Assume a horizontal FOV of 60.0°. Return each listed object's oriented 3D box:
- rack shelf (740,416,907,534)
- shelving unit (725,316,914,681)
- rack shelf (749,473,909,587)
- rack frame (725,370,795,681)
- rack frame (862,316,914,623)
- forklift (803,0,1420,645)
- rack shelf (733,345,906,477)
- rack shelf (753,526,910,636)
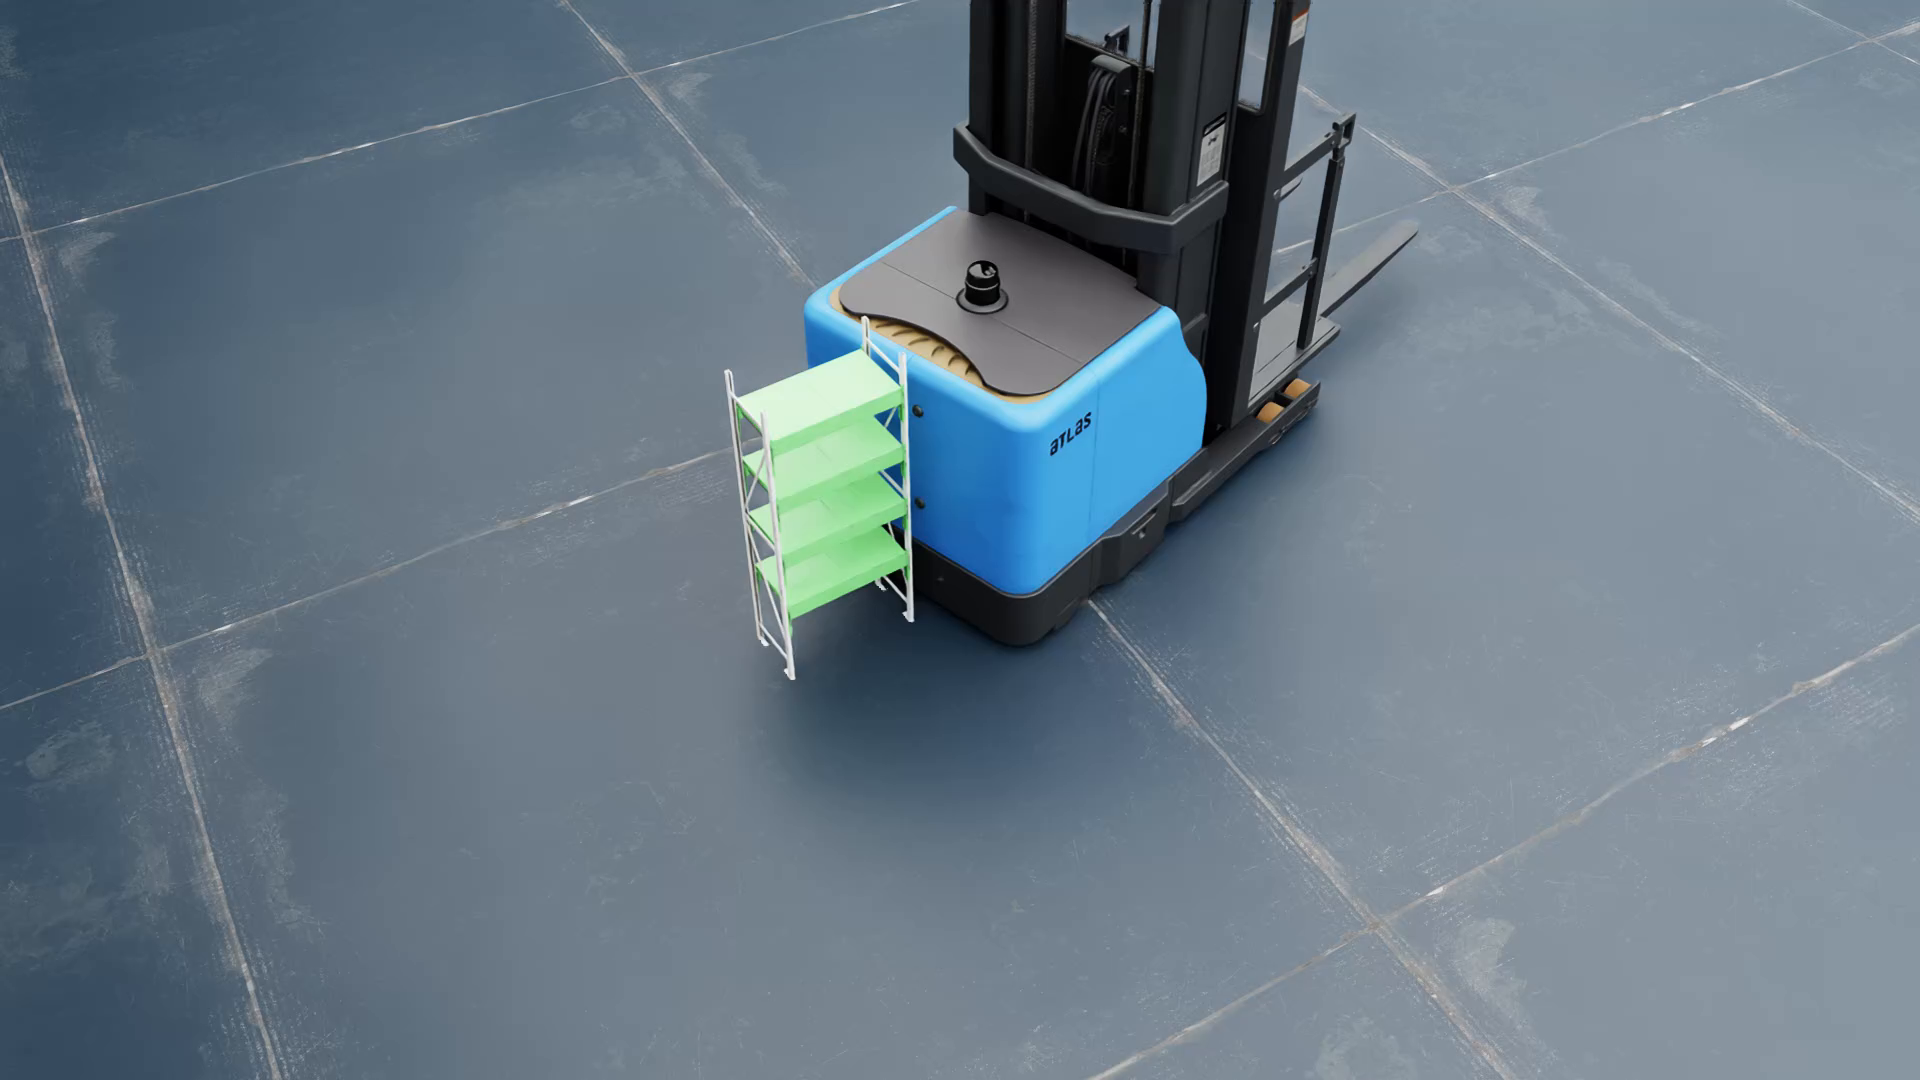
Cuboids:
[{"bbox_3d":[-0.441,-0.237,5.379,0.480,0.148,0.258,-25,49,-24],"label":"rack shelf"},{"bbox_3d":[-0.441,-0.110,5.502,0.503,1.200,0.258,-25,49,-24],"label":"shelving unit"},{"bbox_3d":[-0.441,-0.064,5.547,0.480,0.148,0.258,-25,49,-24],"label":"rack shelf"},{"bbox_3d":[-0.643,-0.015,5.404,0.015,1.200,0.240,-25,49,-24],"label":"rack frame"},{"bbox_3d":[-0.238,-0.205,5.600,0.015,1.200,0.240,-25,49,-24],"label":"rack frame"},{"bbox_3d":[0.801,-1.641,5.836,1.130,2.935,3.031,31,52,28],"label":"forklift"},{"bbox_3d":[-0.441,-0.409,5.212,0.480,0.148,0.258,-25,49,-24],"label":"rack shelf"},{"bbox_3d":[-0.441,0.108,5.714,0.480,0.148,0.258,-25,49,-24],"label":"rack shelf"}]
